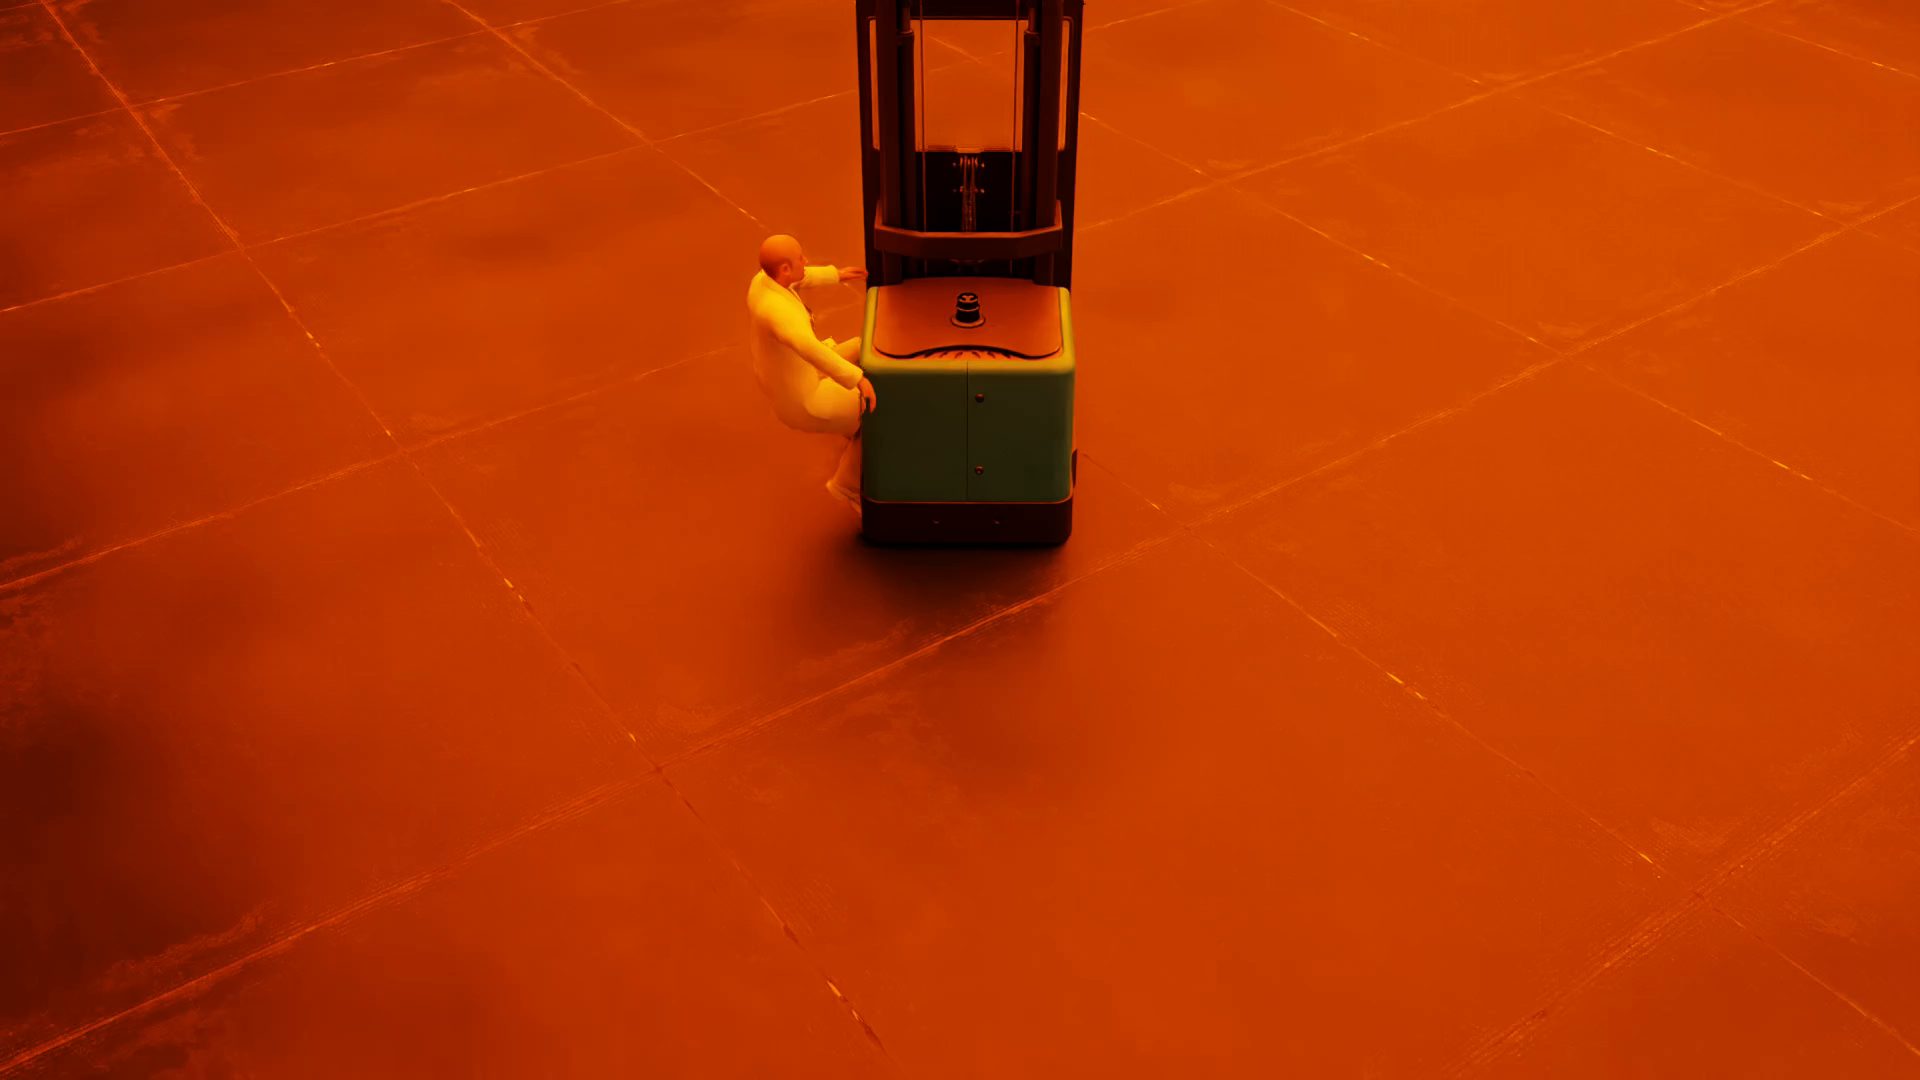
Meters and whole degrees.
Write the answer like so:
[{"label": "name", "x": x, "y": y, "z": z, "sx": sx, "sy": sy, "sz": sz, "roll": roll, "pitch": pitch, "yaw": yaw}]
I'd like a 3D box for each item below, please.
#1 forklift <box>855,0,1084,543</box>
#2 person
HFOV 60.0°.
[{"label": "forklift", "x": 0.047, "y": -2.009, "z": 8.662, "sx": 1.130, "sy": 2.935, "sz": 3.031, "roll": 0, "pitch": 36, "yaw": 0}, {"label": "person", "x": -0.575, "y": -0.825, "z": 8.227, "sx": 0.892, "sy": 1.511, "sz": 1.097, "roll": -16, "pitch": 39, "yaw": -20}]
